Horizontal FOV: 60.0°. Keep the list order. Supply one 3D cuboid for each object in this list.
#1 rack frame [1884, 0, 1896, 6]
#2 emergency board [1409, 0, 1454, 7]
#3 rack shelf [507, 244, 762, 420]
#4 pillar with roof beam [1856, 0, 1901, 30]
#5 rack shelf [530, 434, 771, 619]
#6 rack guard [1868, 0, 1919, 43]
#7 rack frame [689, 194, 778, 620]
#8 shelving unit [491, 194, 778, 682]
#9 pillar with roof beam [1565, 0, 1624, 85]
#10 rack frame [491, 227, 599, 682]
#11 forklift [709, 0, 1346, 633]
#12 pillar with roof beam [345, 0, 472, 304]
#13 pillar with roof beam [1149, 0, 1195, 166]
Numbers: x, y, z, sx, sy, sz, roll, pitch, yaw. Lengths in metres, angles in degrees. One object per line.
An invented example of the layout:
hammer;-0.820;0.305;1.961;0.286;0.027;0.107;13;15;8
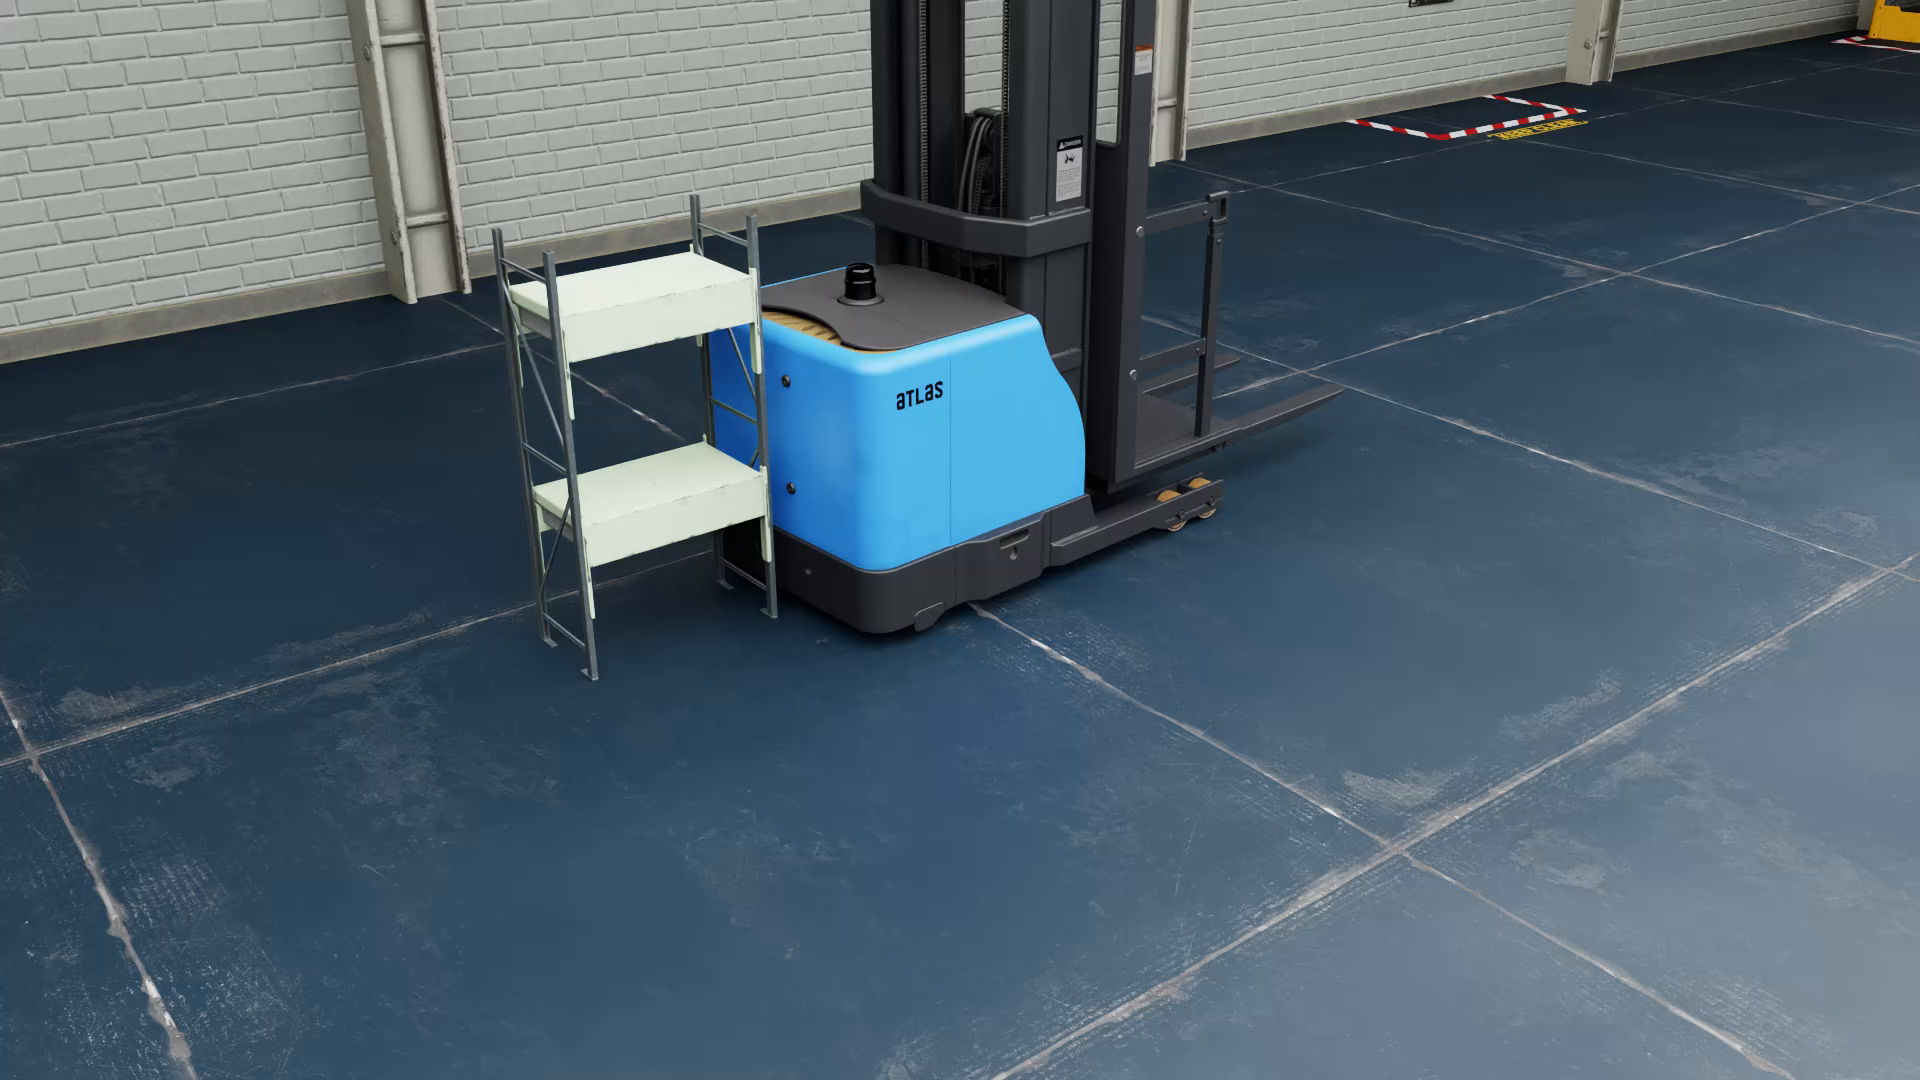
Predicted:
rack frame;10.983;-7.049;18.375;0.127;3.000;1.000;-18;31;-34
emergency board;4.293;-5.333;14.678;0.626;1.169;0.157;-18;31;-34
rack shelf;-1.091;-0.713;5.577;0.720;0.370;0.431;-19;31;-35
pillar with roof beam;13.657;-8.812;15.048;0.400;9.000;9.100;-18;31;-34
rack shelf;-1.091;-0.063;5.878;0.720;0.370;0.431;-19;31;-35
rack guard;11.043;-5.935;18.944;0.348;0.500;1.175;-18;31;-34
rack frame;-0.806;-0.455;5.949;0.023;1.500;0.400;-19;31;-35
shelving unit;-1.091;-0.359;5.741;0.755;1.500;0.431;-19;31;-35
pillar with roof beam;8.935;-7.254;11.690;0.400;9.000;9.100;-18;31;-34
rack frame;-1.376;-0.262;5.533;0.023;1.500;0.400;-19;31;-35
forklift;0.463;-1.509;6.520;3.031;2.935;1.130;-21;32;-38
pillar with roof beam;-0.508;-4.136;4.973;0.400;9.000;9.100;-18;31;-34
pillar with roof beam;4.214;-5.695;8.332;0.400;9.000;9.100;-18;31;-34
